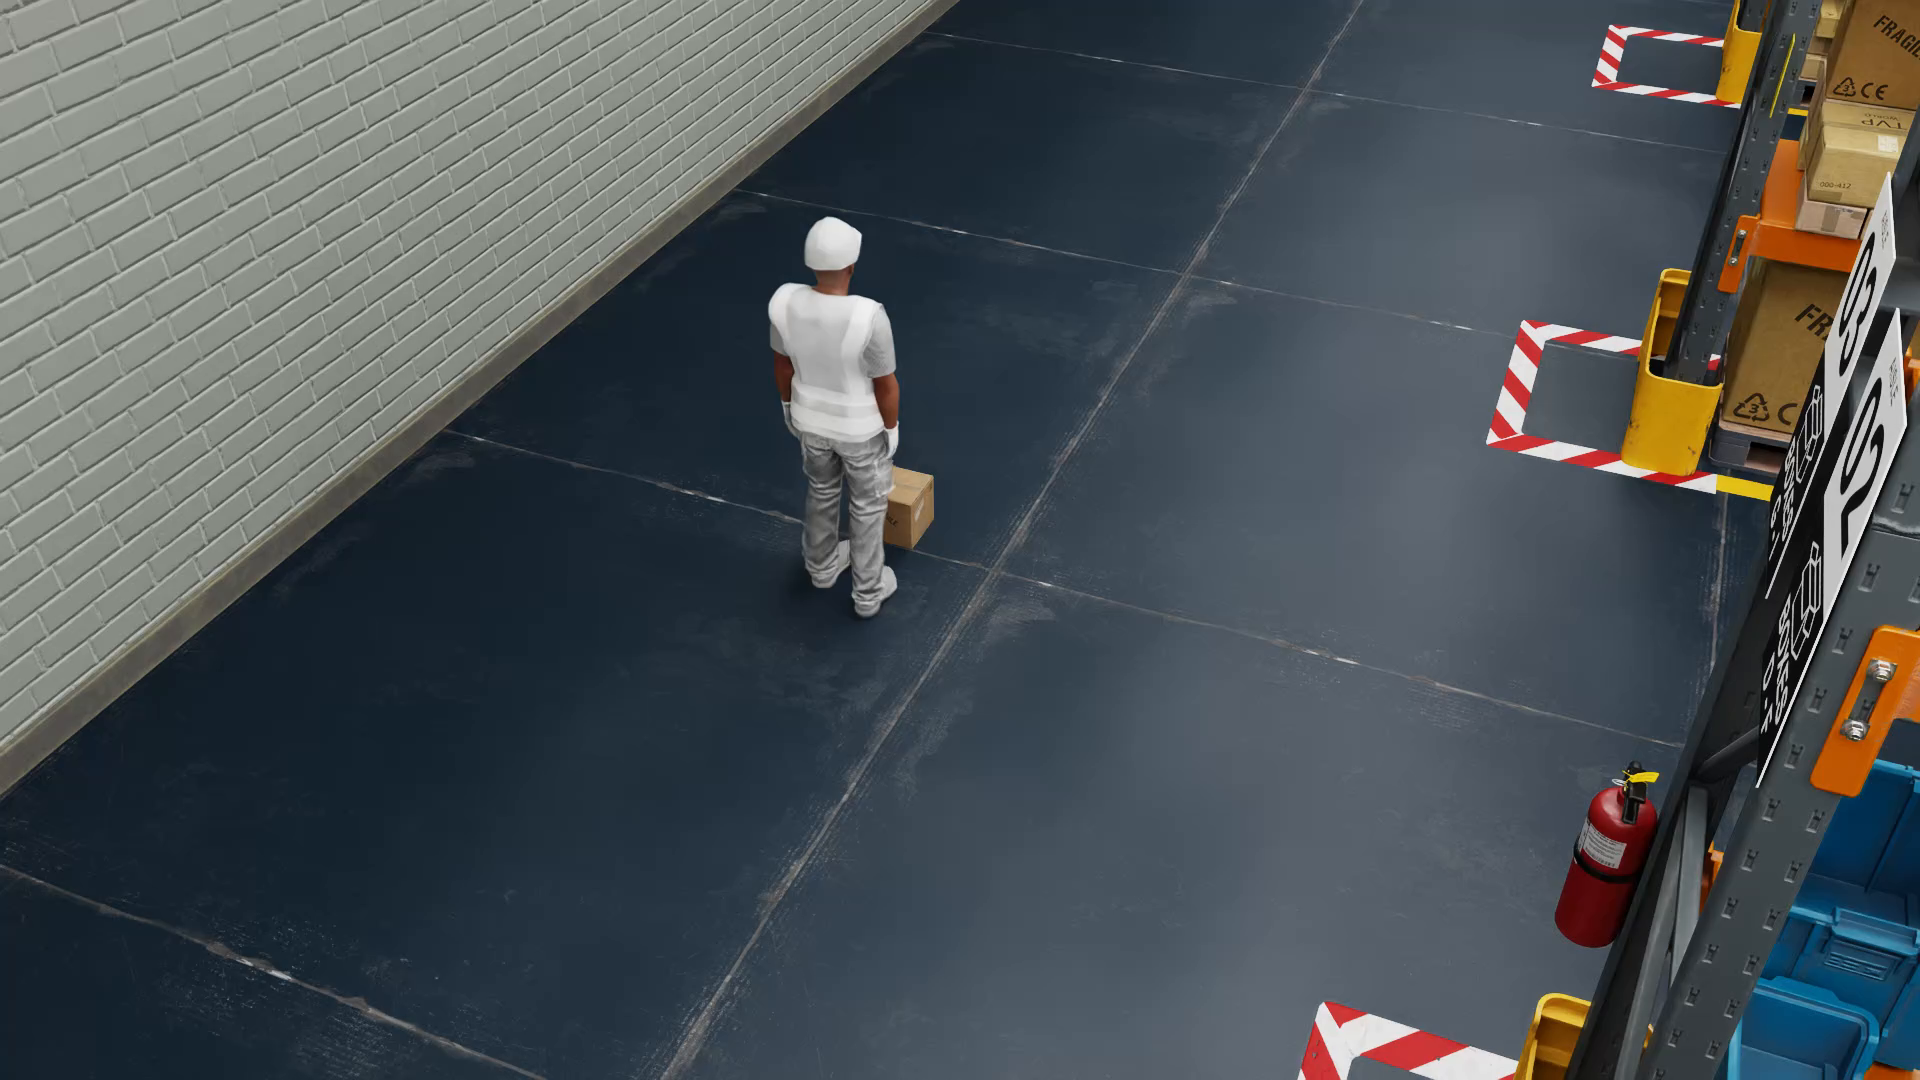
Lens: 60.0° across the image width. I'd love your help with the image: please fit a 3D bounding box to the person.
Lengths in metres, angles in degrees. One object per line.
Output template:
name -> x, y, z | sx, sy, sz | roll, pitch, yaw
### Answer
person -> -0.473, -0.516, 6.815 | 0.547, 1.786, 0.419 | 15, 40, 19
